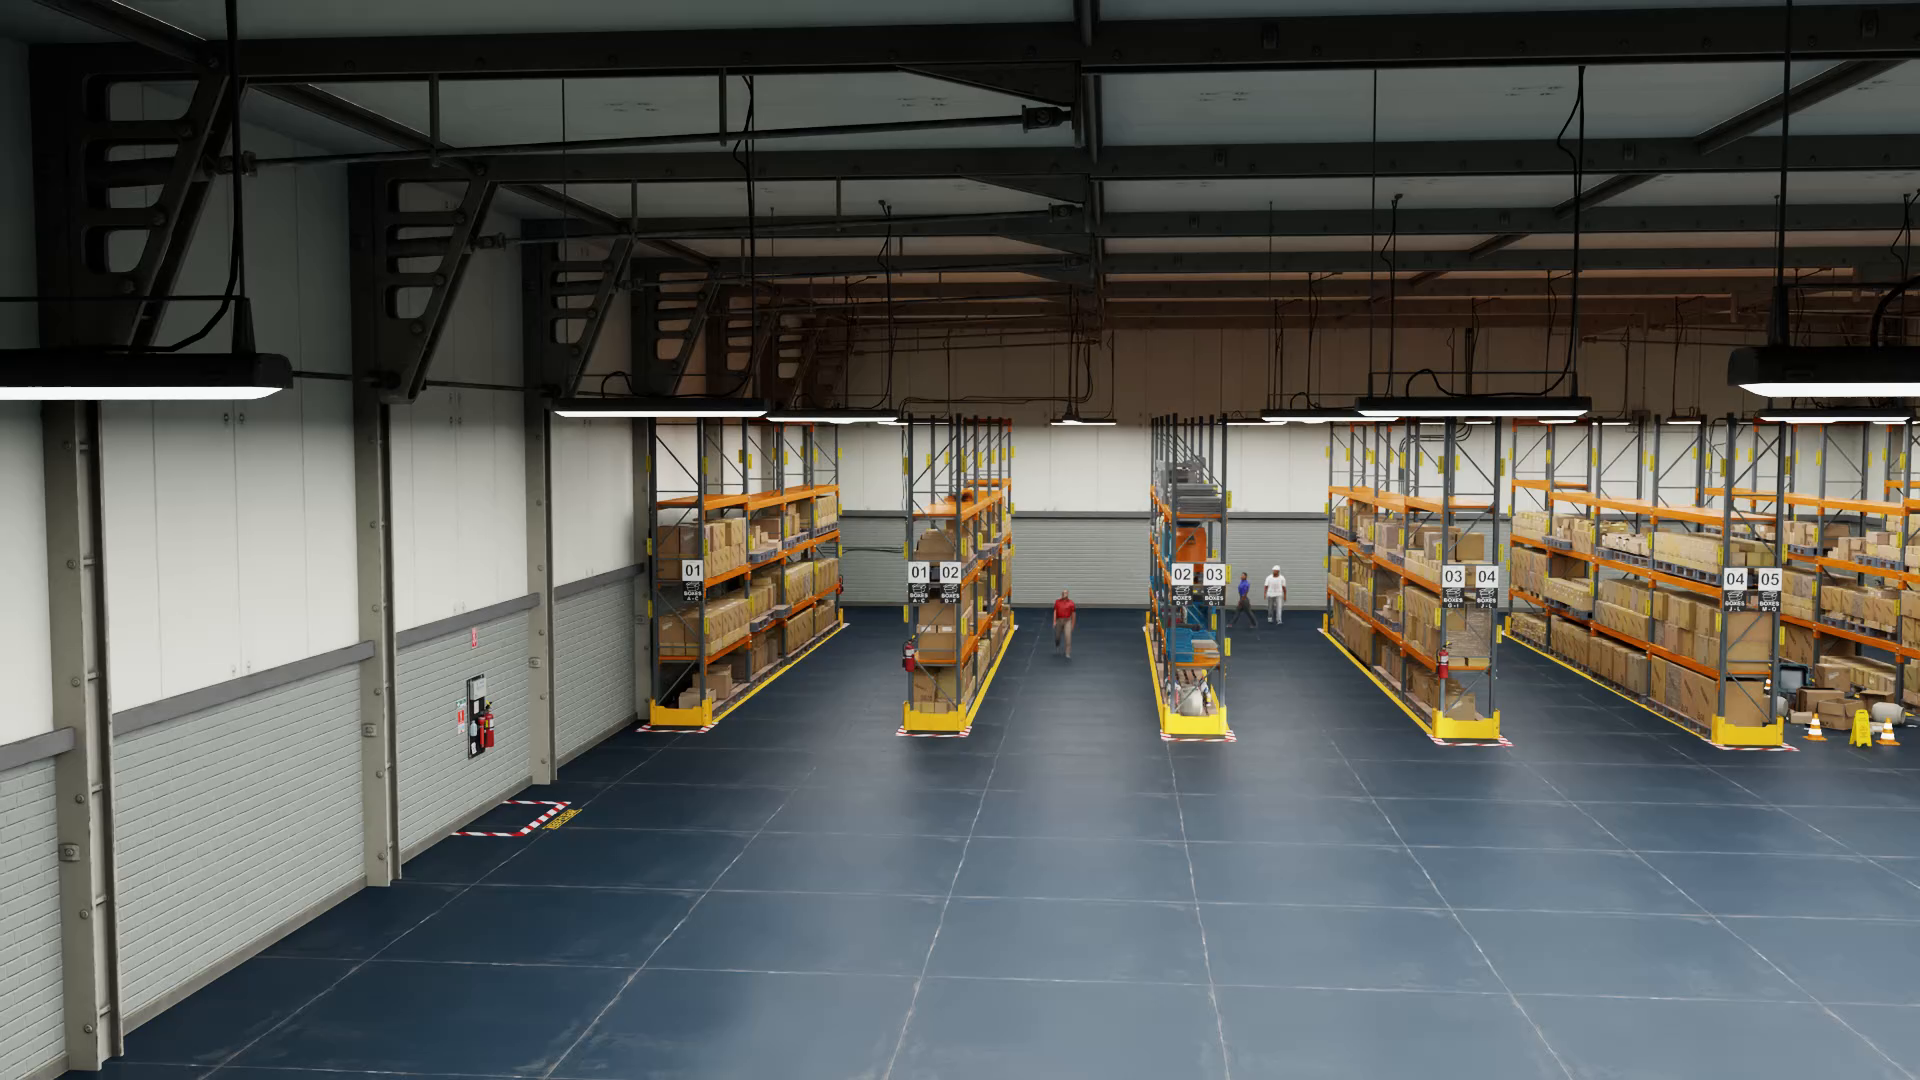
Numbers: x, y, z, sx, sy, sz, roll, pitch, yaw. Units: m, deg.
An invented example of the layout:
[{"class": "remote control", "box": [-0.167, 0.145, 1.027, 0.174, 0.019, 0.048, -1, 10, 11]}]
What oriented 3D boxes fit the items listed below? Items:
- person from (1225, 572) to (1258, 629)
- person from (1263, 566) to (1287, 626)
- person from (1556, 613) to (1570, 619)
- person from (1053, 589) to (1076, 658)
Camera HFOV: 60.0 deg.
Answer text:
[{"class": "person", "box": [7.982, 1.716, 47.250, 0.973, 1.603, 0.546, 1, 4, 9]}, {"class": "person", "box": [9.155, 1.605, 48.286, 0.679, 1.721, 1.042, 0, 4, 6]}, {"class": "person", "box": [17.157, 1.743, 47.118, 0.618, 1.640, 0.395, 1, 4, 12]}, {"class": "person", "box": [2.607, 2.071, 41.648, 0.574, 1.674, 0.857, 0, 4, 2]}]
